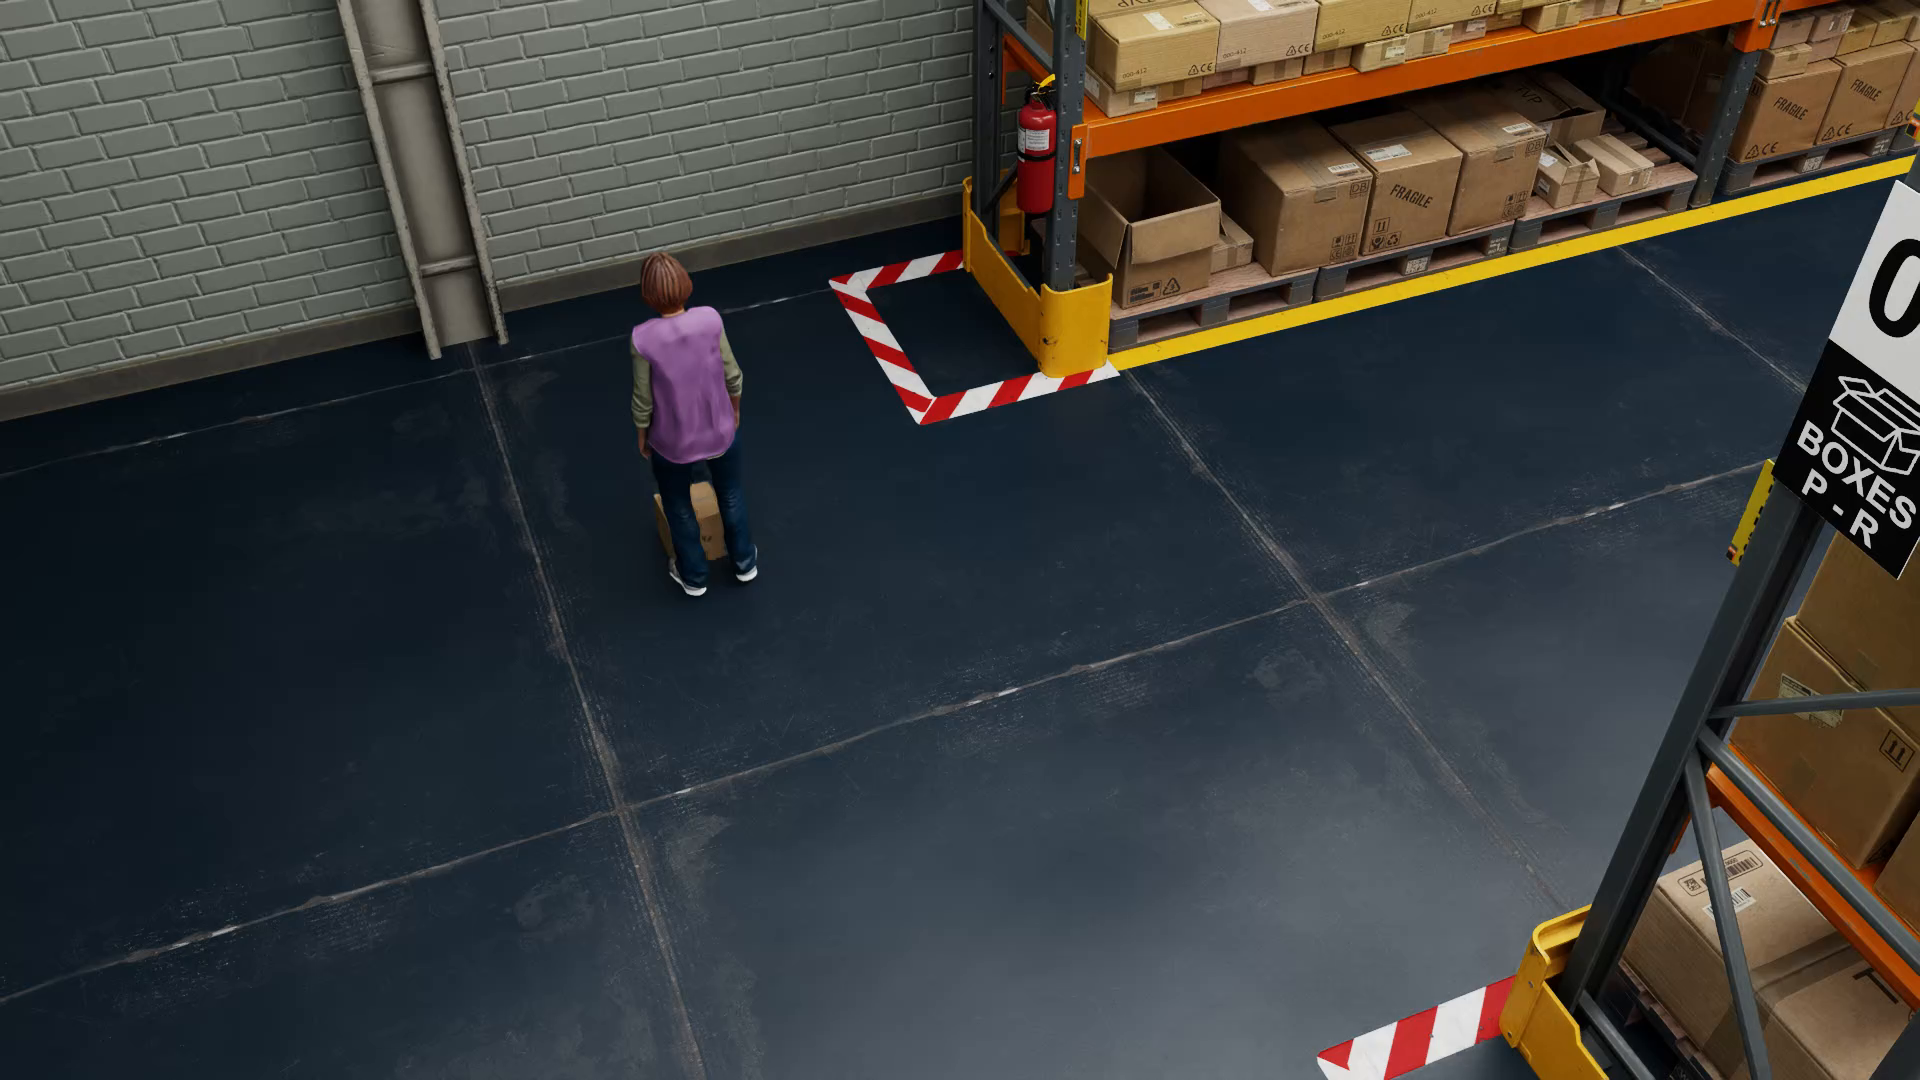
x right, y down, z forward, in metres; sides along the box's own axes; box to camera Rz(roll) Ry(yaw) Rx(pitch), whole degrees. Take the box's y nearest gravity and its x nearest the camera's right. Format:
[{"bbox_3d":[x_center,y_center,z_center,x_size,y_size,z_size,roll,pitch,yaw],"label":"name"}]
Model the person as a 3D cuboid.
[{"bbox_3d":[-1.068,-0.421,6.638,0.460,1.582,0.342,-17,45,-18],"label":"person"}]
